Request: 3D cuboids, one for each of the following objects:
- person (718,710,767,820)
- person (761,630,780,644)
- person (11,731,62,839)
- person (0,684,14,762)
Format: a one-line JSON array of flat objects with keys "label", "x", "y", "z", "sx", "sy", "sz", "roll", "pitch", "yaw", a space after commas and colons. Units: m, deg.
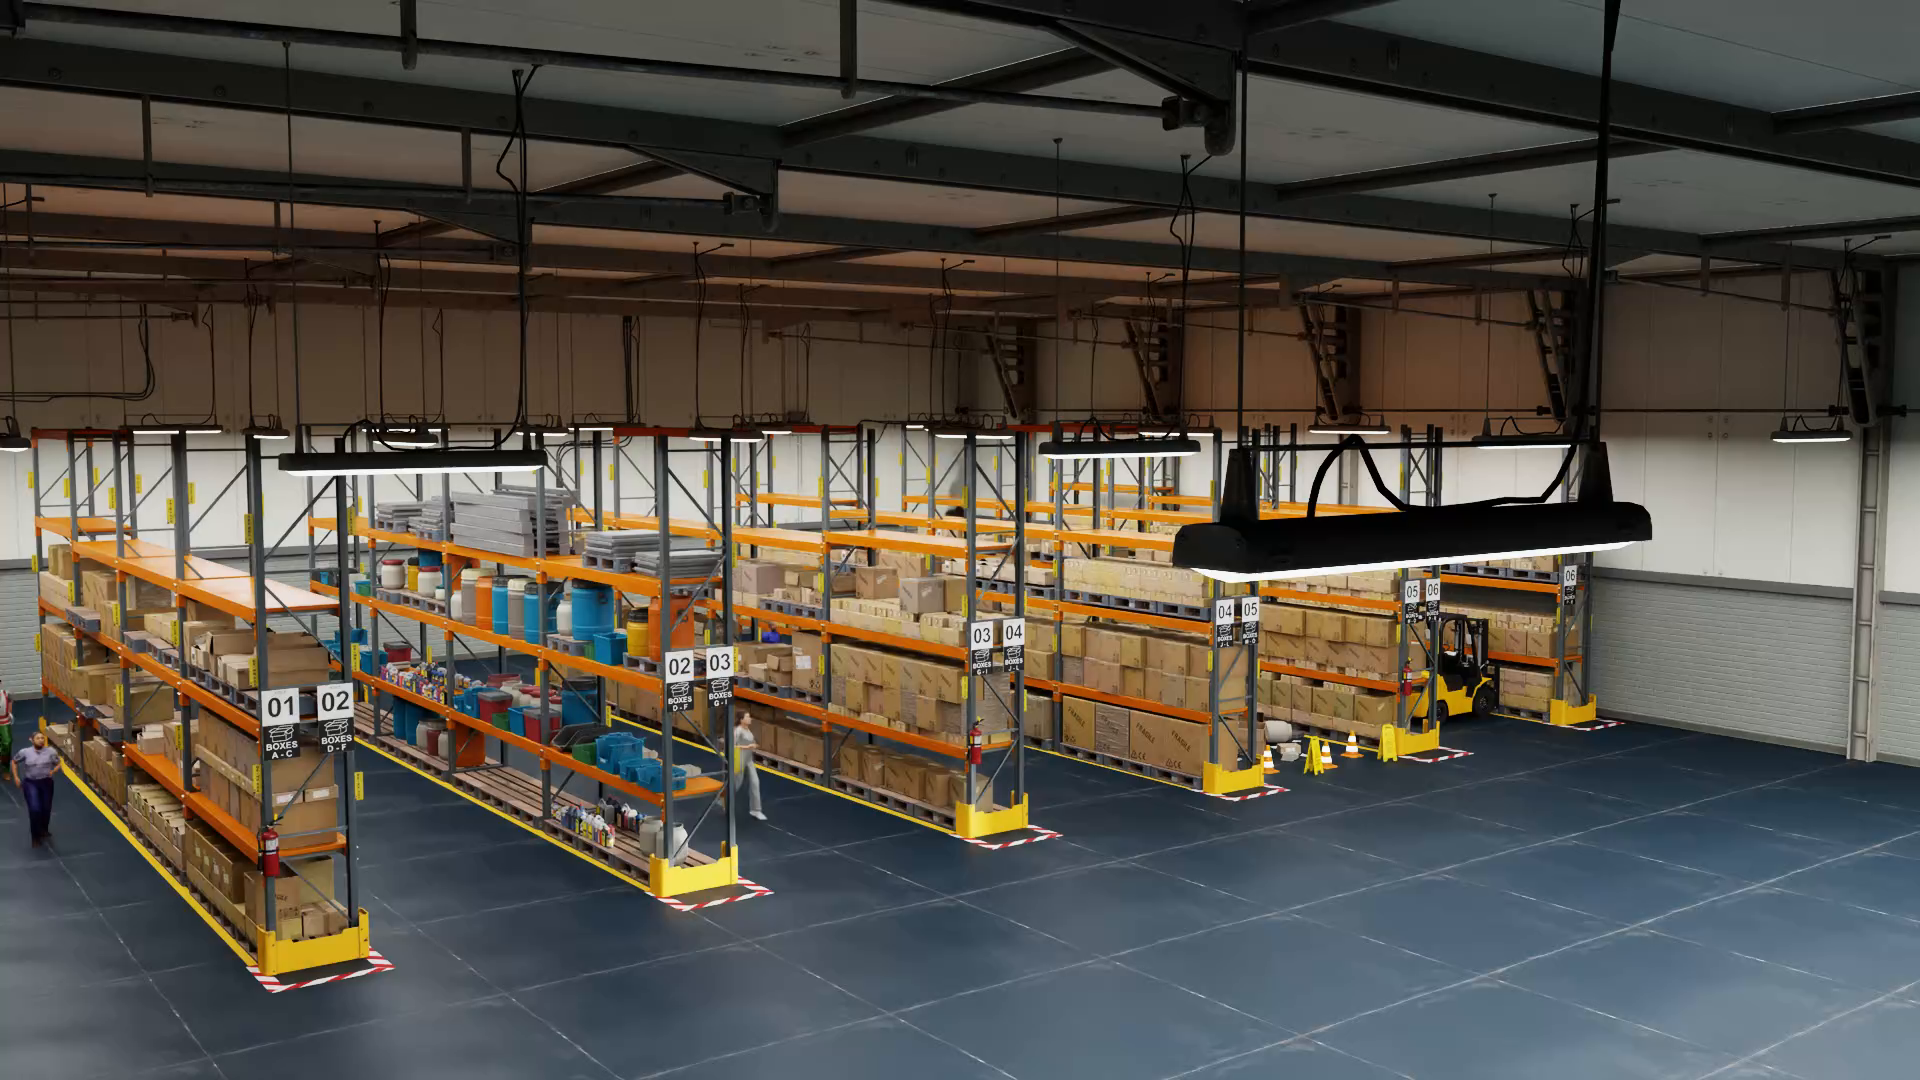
[{"label": "person", "x": -3.405, "y": 3.473, "z": 25.753, "sx": 0.874, "sy": 1.704, "sz": 0.548, "roll": 2, "pitch": 5, "yaw": 26}, {"label": "person", "x": -4.236, "y": 2.720, "z": 37.280, "sx": 0.548, "sy": 1.453, "sz": 0.755, "roll": -4, "pitch": 6, "yaw": -42}, {"label": "person", "x": -13.414, "y": 3.538, "z": 24.219, "sx": 0.614, "sy": 1.535, "sz": 0.692, "roll": -4, "pitch": 6, "yaw": -42}, {"label": "person", "x": -16.436, "y": 3.080, "z": 28.348, "sx": 0.588, "sy": 1.461, "sz": 0.738, "roll": -3, "pitch": 6, "yaw": -37}]
